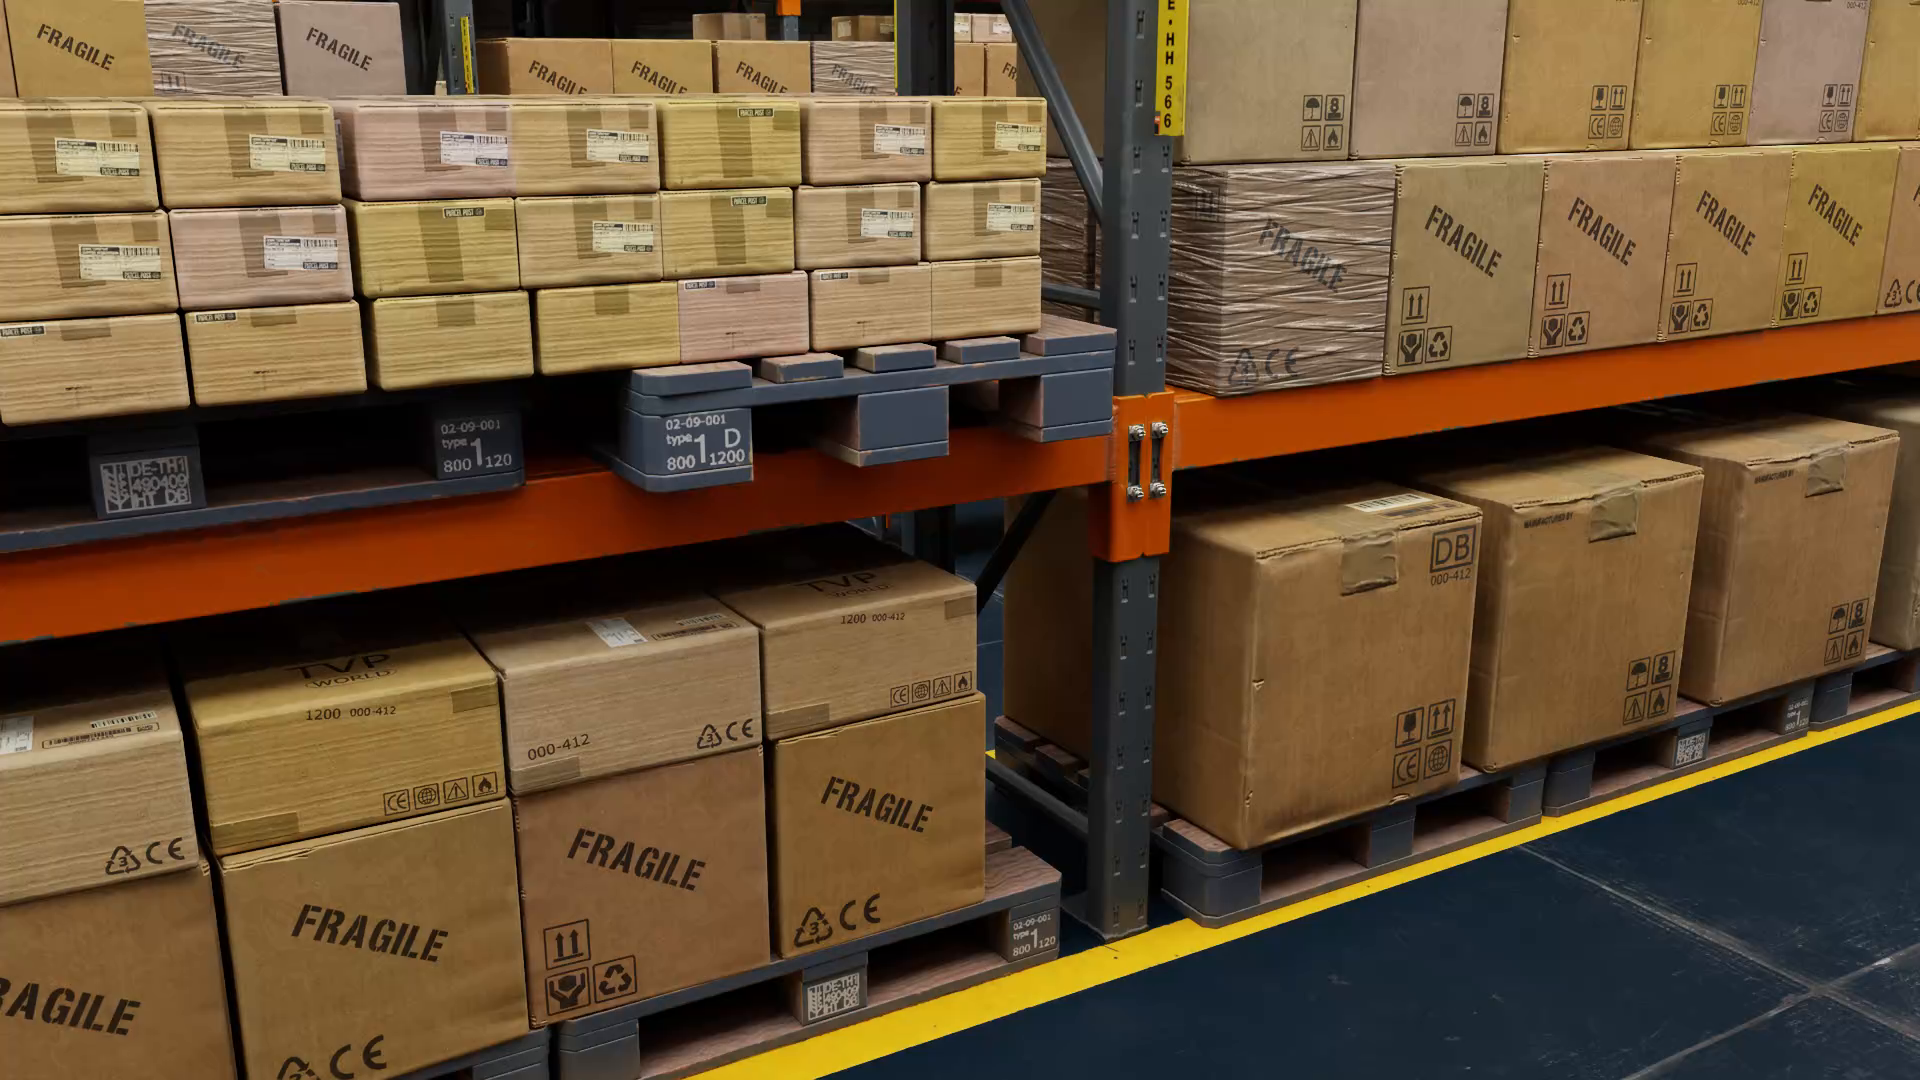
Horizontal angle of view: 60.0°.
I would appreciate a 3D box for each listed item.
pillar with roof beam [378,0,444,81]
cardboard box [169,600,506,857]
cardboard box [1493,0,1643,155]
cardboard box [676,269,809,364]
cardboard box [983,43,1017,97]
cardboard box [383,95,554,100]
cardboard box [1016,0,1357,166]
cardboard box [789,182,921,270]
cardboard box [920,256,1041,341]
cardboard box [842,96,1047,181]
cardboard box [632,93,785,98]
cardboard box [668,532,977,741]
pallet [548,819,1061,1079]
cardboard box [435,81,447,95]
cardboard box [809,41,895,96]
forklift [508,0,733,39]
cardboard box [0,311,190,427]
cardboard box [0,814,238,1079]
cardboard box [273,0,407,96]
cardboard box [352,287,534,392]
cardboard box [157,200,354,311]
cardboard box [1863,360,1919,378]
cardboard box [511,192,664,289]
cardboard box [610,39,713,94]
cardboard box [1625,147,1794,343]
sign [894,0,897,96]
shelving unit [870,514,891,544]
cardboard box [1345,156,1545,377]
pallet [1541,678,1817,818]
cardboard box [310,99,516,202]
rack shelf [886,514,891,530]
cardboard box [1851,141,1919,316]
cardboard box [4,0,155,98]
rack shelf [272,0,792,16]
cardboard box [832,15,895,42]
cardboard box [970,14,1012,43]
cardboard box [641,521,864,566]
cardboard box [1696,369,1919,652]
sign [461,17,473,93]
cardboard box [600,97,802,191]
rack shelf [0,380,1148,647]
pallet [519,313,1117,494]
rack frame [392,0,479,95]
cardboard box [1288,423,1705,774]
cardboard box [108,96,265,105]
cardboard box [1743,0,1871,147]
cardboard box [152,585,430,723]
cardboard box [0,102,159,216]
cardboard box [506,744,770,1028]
[{"bbox_3d":[-2.180,-5.165,9.162,0.400,9.000,9.100,-9,18,-30],"label":"pillar with roof beam"},{"bbox_3d":[-1.177,0.333,3.130,0.500,0.250,0.500,-9,18,-28],"label":"cardboard box"},{"bbox_3d":[1.407,-1.335,4.578,0.500,0.500,0.700,-10,18,-31],"label":"cardboard box"},{"bbox_3d":[-0.475,-0.440,3.108,0.250,0.149,0.380,-9,18,-29],"label":"cardboard box"},{"bbox_3d":[0.236,-2.497,9.247,0.500,0.500,0.500,-9,18,-29],"label":"cardboard box"},{"bbox_3d":[-1.019,-0.844,3.447,0.250,0.149,0.380,-10,19,-32],"label":"cardboard box"},{"bbox_3d":[0.535,-1.193,4.070,0.500,0.500,0.700,-9,18,-30],"label":"cardboard box"},{"bbox_3d":[-0.271,-0.616,3.187,0.250,0.149,0.380,-8,18,-28],"label":"cardboard box"},{"bbox_3d":[-0.041,-0.509,3.357,0.250,0.149,0.380,-9,18,-29],"label":"cardboard box"},{"bbox_3d":[-0.039,-0.797,3.280,0.250,0.149,0.380,-10,19,-32],"label":"cardboard box"},{"bbox_3d":[-0.579,-0.913,3.696,0.250,0.149,0.380,-10,18,-31],"label":"cardboard box"},{"bbox_3d":[-0.306,0.193,3.628,0.500,0.250,0.500,-10,18,-31],"label":"cardboard box"},{"bbox_3d":[-0.525,0.848,3.994,1.213,0.211,1.003,-9,18,-30],"label":"pallet"},{"bbox_3d":[-3.972,-3.337,12.371,0.250,0.149,0.380,-9,18,-29],"label":"cardboard box"},{"bbox_3d":[-0.658,-2.354,8.736,0.500,0.500,0.500,-10,19,-32],"label":"cardboard box"},{"bbox_3d":[-2.092,-2.518,10.961,3.031,2.935,1.130,-9,18,-30],"label":"forklift"},{"bbox_3d":[-1.375,-0.294,2.588,0.250,0.149,0.380,-10,19,-32],"label":"cardboard box"},{"bbox_3d":[-1.619,0.763,2.983,0.500,0.500,0.500,-9,18,-29],"label":"cardboard box"},{"bbox_3d":[-2.799,-2.132,7.419,0.500,0.500,0.500,-10,18,-31],"label":"cardboard box"},{"bbox_3d":[-0.920,-0.368,2.852,0.250,0.149,0.380,-10,19,-32],"label":"cardboard box"},{"bbox_3d":[-1.148,-0.474,2.679,0.250,0.149,0.380,-9,18,-28],"label":"cardboard box"},{"bbox_3d":[4.149,-0.410,6.472,0.875,0.875,0.875,-9,18,-29],"label":"cardboard box"},{"bbox_3d":[-0.710,-0.544,2.930,0.250,0.149,0.380,-9,18,-30],"label":"cardboard box"},{"bbox_3d":[-1.543,-2.211,8.226,0.500,0.500,0.500,-8,18,-27],"label":"cardboard box"},{"bbox_3d":[1.964,-0.861,4.740,0.500,0.500,0.500,-9,18,-30],"label":"cardboard box"},{"bbox_3d":[-0.143,-1.289,4.304,0.005,0.325,0.100,-9,18,-30],"label":"sign"},{"bbox_3d":[-0.006,-0.541,7.255,1.048,1.125,0.538,-9,18,-30],"label":"shelving unit"},{"bbox_3d":[1.104,-0.723,4.245,0.500,0.500,0.500,-9,18,-30],"label":"cardboard box"},{"bbox_3d":[1.905,0.479,5.310,1.213,0.211,1.003,-9,18,-30],"label":"pallet"},{"bbox_3d":[-0.916,-0.656,2.777,0.250,0.149,0.380,-9,18,-30],"label":"cardboard box"},{"bbox_3d":[-0.006,-0.305,7.321,1.000,0.278,0.538,-9,18,-30],"label":"rack shelf"},{"bbox_3d":[2.831,-1.003,5.244,0.500,0.500,0.500,-9,18,-30],"label":"cardboard box"},{"bbox_3d":[-3.664,-1.991,6.917,0.500,0.500,0.500,-9,18,-30],"label":"cardboard box"},{"bbox_3d":[-3.336,-4.258,12.819,4.000,0.370,1.077,-9,18,-30],"label":"rack shelf"},{"bbox_3d":[-0.525,-2.838,9.260,0.250,0.149,0.380,-8,18,-27],"label":"cardboard box"},{"bbox_3d":[0.075,-2.781,9.057,0.250,0.149,0.380,-10,18,-31],"label":"cardboard box"},{"bbox_3d":[-0.570,0.077,4.042,0.500,0.250,0.500,-10,19,-32],"label":"cardboard box"},{"bbox_3d":[3.088,-0.171,5.853,0.750,0.750,1.050,-9,18,-30],"label":"cardboard box"},{"bbox_3d":[-2.202,-2.164,7.427,0.005,0.325,0.100,-9,18,-30],"label":"sign"},{"bbox_3d":[-0.480,-0.726,3.027,0.250,0.149,0.380,-9,18,-28],"label":"cardboard box"},{"bbox_3d":[-1.569,0.021,3.109,4.000,0.370,1.077,-9,18,-30],"label":"rack shelf"},{"bbox_3d":[-0.411,-0.387,3.589,1.003,0.211,1.213,-9,18,-30],"label":"pallet"},{"bbox_3d":[-2.490,-1.734,8.040,0.127,3.000,1.000,-9,18,-30],"label":"rack frame"},{"bbox_3d":[1.461,0.092,4.915,0.750,0.750,1.050,-9,18,-29],"label":"cardboard box"},{"bbox_3d":[-1.476,-0.768,3.179,0.250,0.149,0.380,-9,18,-28],"label":"cardboard box"},{"bbox_3d":[2.278,-1.476,5.081,0.500,0.500,0.700,-9,18,-29],"label":"cardboard box"},{"bbox_3d":[-1.436,0.213,3.555,0.500,0.250,0.500,-9,18,-29],"label":"cardboard box"},{"bbox_3d":[-1.372,-0.581,2.512,0.250,0.149,0.380,-9,18,-28],"label":"cardboard box"},{"bbox_3d":[-0.731,0.622,3.488,0.500,0.500,0.500,-8,18,-27],"label":"cardboard box"}]
